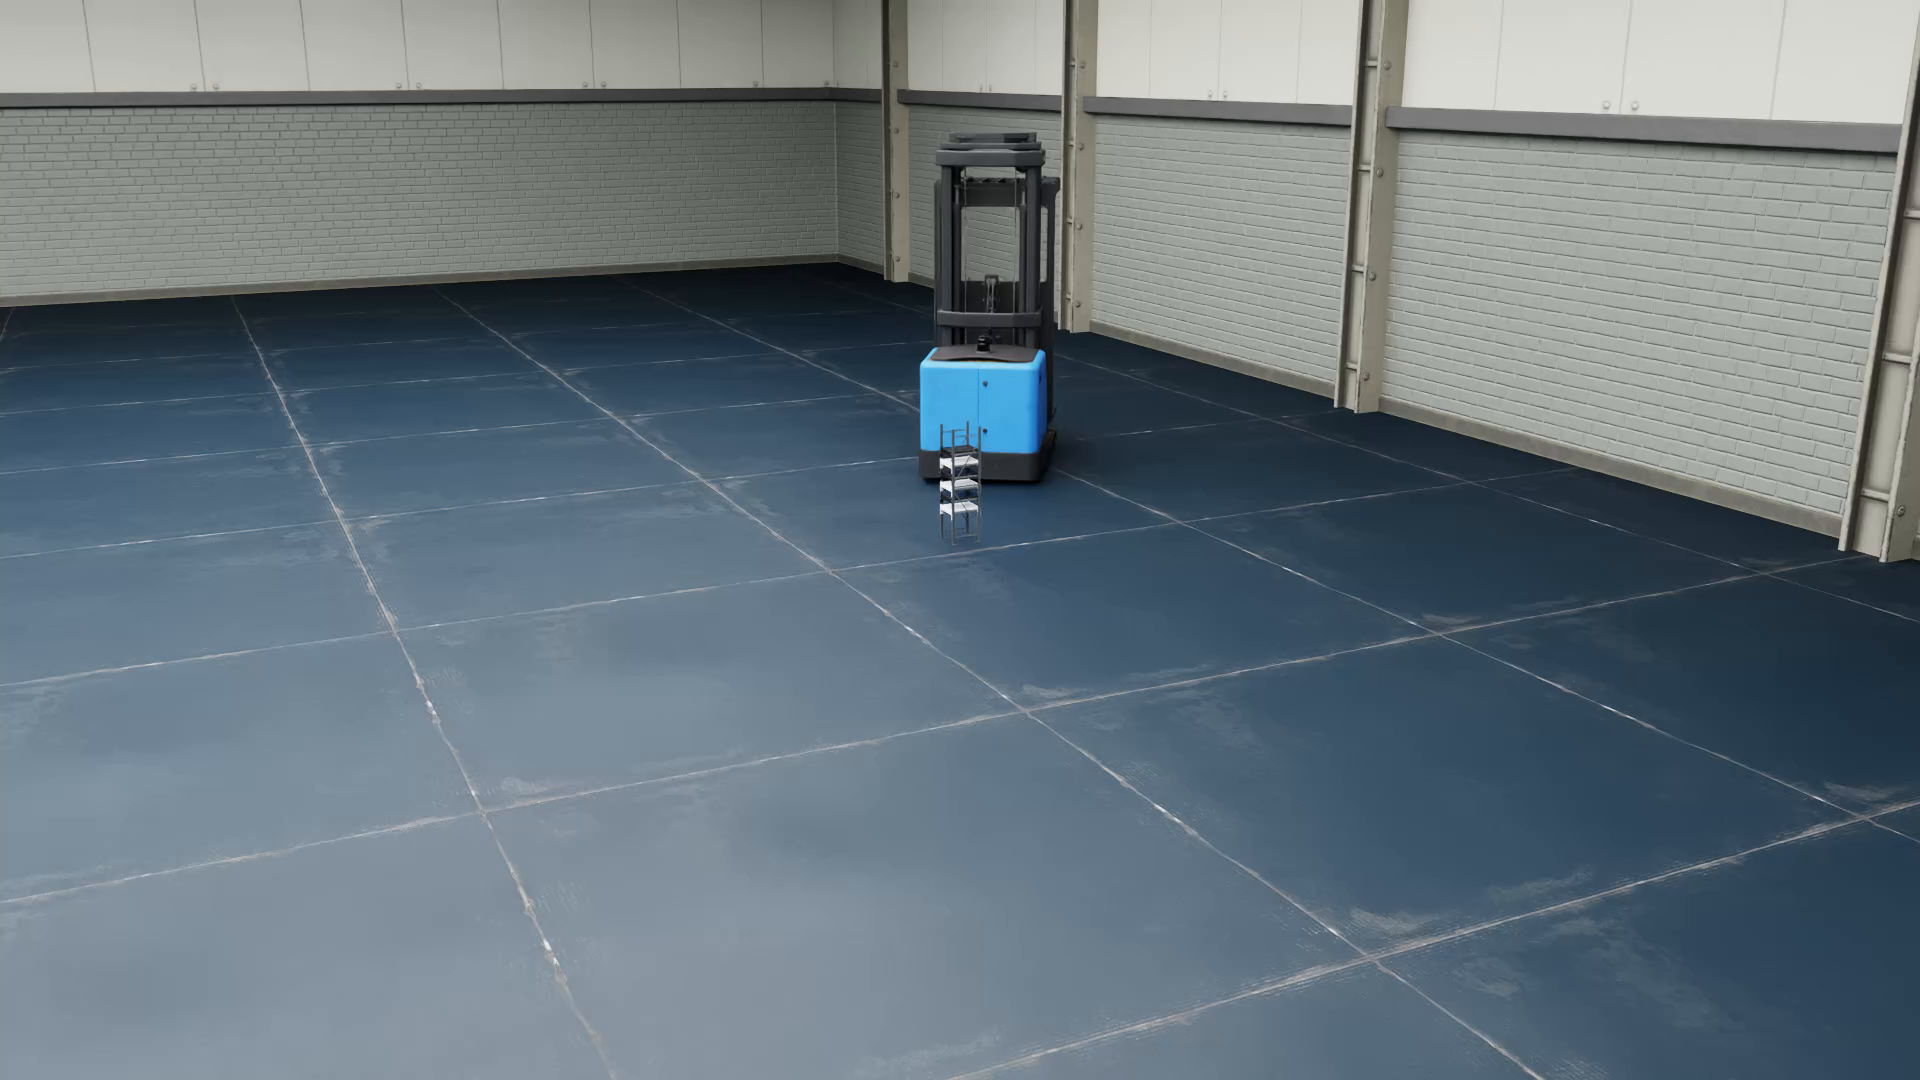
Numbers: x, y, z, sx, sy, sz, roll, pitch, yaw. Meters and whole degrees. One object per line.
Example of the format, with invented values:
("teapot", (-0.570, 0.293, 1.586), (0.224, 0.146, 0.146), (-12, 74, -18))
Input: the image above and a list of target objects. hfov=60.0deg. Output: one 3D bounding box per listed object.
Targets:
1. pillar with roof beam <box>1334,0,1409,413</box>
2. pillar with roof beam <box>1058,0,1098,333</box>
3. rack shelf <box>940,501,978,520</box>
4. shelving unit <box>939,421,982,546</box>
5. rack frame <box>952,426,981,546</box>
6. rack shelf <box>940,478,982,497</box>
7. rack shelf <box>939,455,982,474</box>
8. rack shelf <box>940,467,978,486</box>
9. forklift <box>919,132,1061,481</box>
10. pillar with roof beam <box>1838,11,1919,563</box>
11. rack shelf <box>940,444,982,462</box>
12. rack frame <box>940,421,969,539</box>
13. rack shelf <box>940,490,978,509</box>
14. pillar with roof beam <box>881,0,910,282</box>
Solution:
("pillar with roof beam", (0.328, -5.194, 14.535), (9.100, 9.000, 0.400), (-8, 18, -25))
("pillar with roof beam", (-2.300, -6.682, 19.720), (9.100, 9.000, 0.400), (-8, 18, -25))
("rack shelf", (0.004, -0.225, 12.678), (0.258, 0.077, 0.200), (-8, 18, -25))
("shelving unit", (0.004, -0.431, 12.620), (0.258, 0.900, 0.210), (-8, 18, -25))
("rack frame", (0.048, -0.405, 12.532), (0.240, 0.900, 0.006), (-8, 18, -25))
("rack shelf", (0.004, -0.398, 12.629), (0.258, 0.077, 0.200), (-8, 18, -25))
("rack shelf", (0.004, -0.572, 12.579), (0.258, 0.077, 0.200), (-8, 18, -25))
("rack shelf", (0.004, -0.485, 12.604), (0.258, 0.077, 0.200), (-8, 18, -25))
("forklift", (0.341, -2.276, 15.370), (1.130, 2.935, 3.031), (2, 16, 7))
("pillar with roof beam", (2.957, -3.706, 9.351), (9.100, 9.000, 0.400), (-8, 18, -25))
("rack shelf", (0.004, -0.658, 12.554), (0.258, 0.077, 0.200), (-8, 18, -25))
("rack frame", (-0.041, -0.456, 12.707), (0.240, 0.900, 0.006), (-8, 18, -25))
("rack shelf", (0.004, -0.312, 12.654), (0.258, 0.077, 0.200), (-8, 18, -25))
("pillar with roof beam", (-4.929, -8.169, 24.904), (9.100, 9.000, 0.400), (-8, 18, -25))
